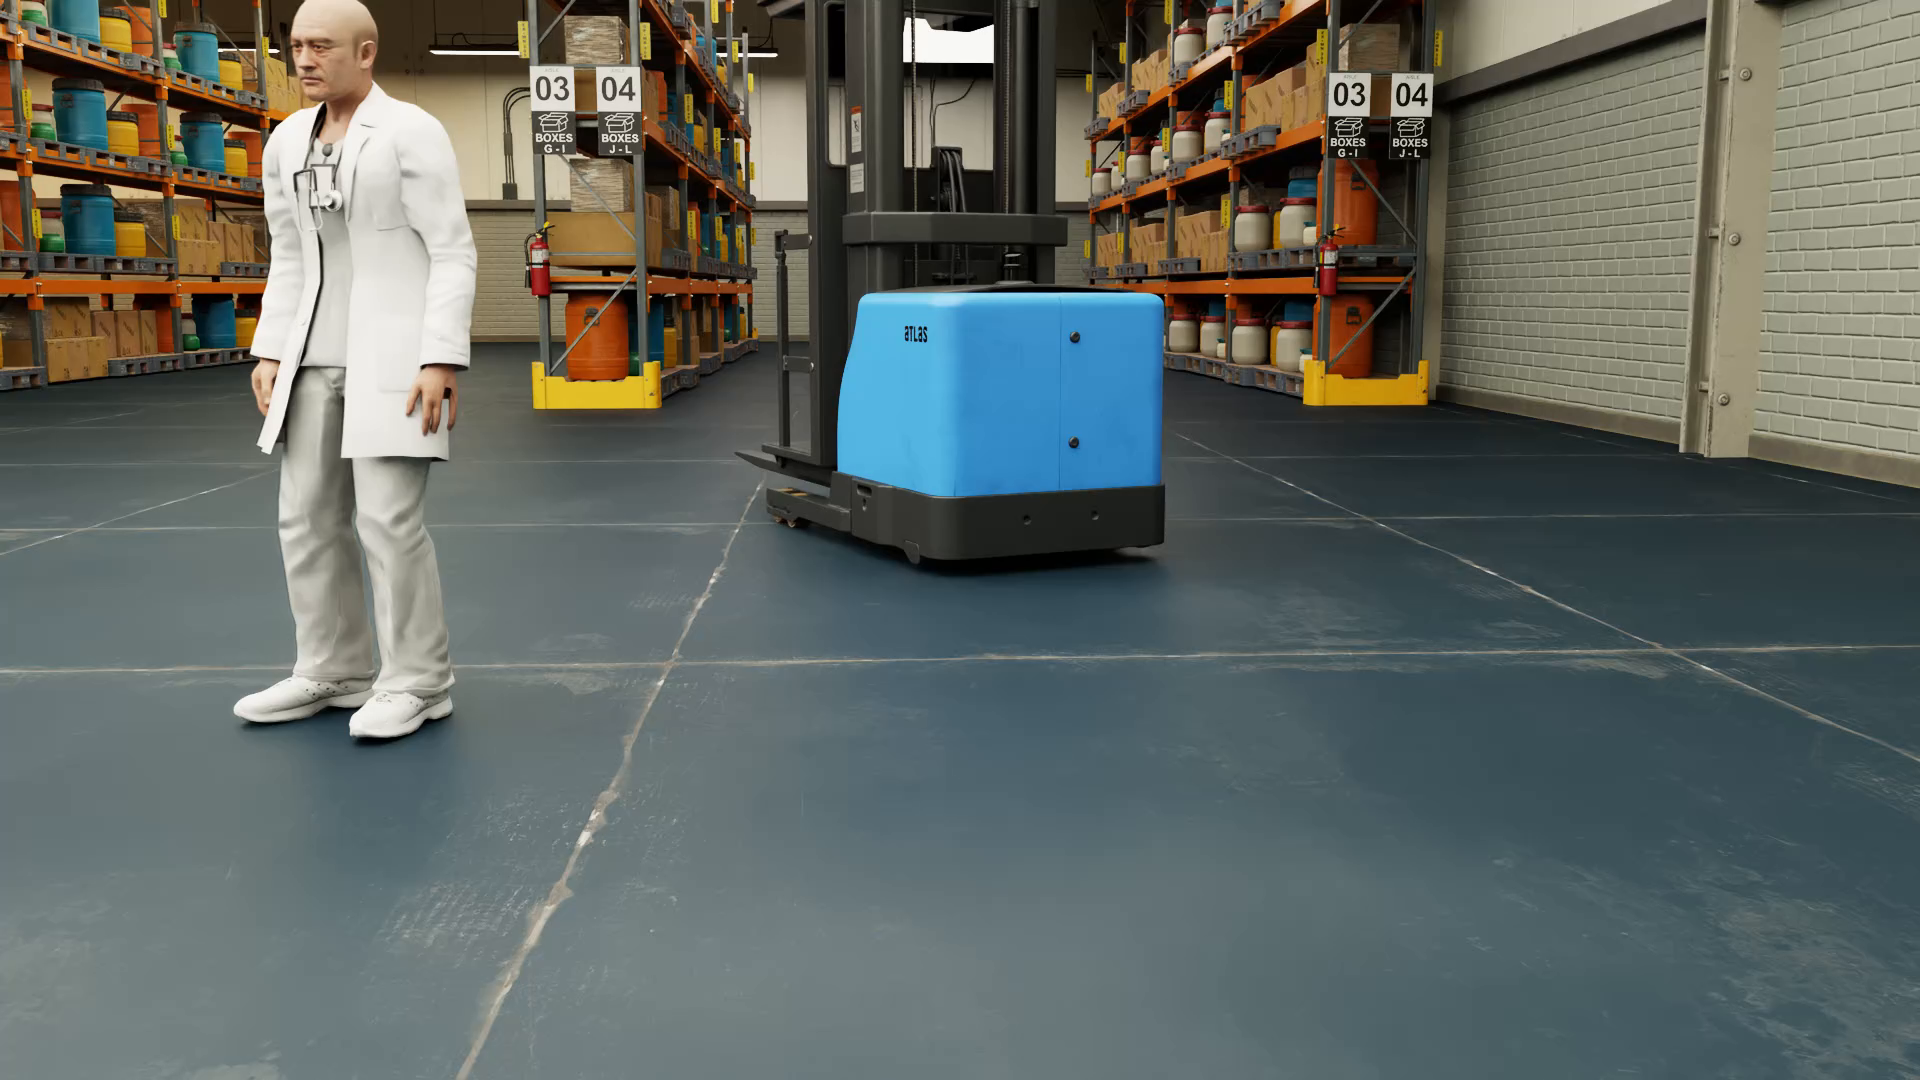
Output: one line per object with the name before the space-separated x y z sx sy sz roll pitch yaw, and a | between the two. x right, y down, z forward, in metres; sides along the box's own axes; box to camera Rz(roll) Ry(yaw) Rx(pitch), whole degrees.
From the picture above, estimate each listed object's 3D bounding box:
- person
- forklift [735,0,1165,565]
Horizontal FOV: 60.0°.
person | -1.481 -0.418 4.093 0.646 1.772 0.436 4 9 24
forklift | -0.264 -1.530 7.637 1.130 2.935 3.031 -4 9 -25
